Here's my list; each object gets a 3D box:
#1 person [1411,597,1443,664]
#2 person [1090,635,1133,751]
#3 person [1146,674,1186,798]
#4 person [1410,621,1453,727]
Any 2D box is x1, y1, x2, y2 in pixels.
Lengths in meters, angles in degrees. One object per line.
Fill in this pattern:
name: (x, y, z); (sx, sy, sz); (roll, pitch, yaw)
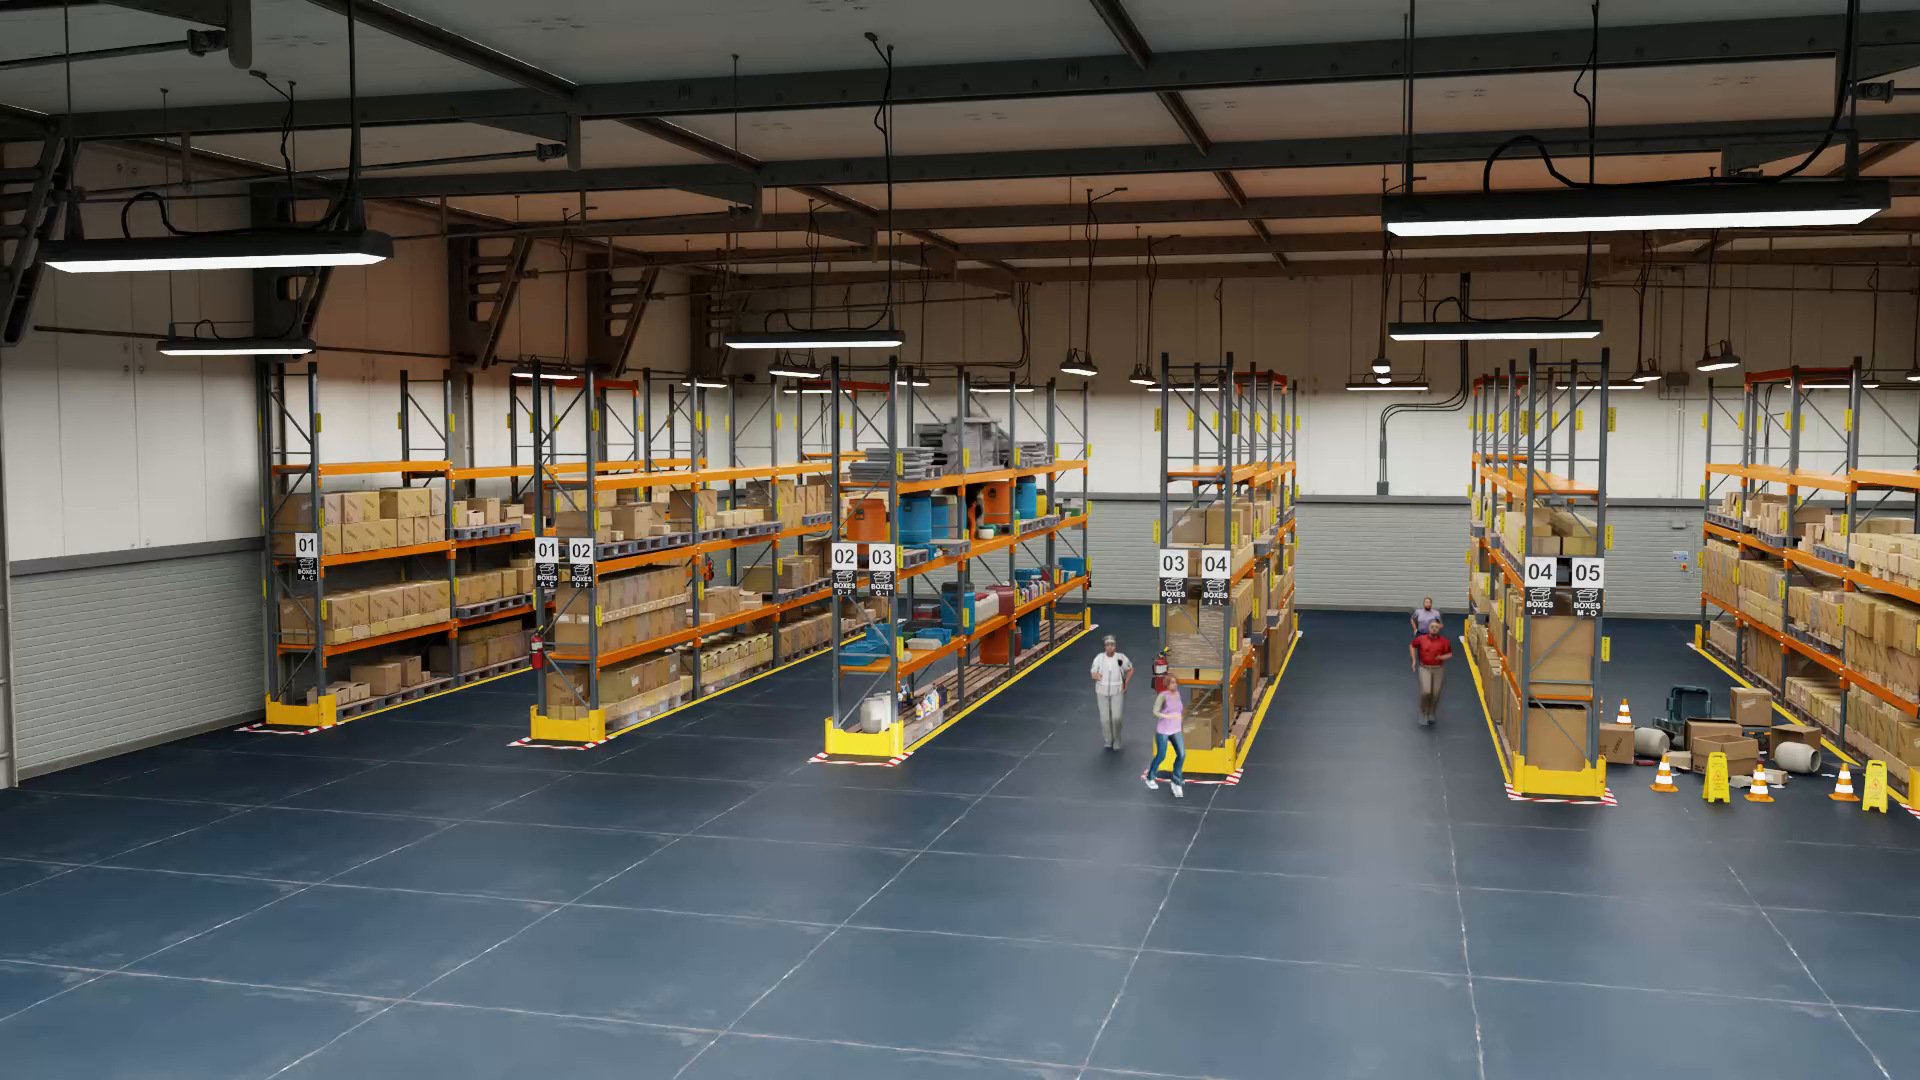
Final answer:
person: (9.048, 1.934, 32.236); (0.608, 1.643, 0.890); (1, 4, 13)
person: (2.300, 2.346, 25.365); (0.645, 1.789, 0.651); (1, 4, 10)
person: (2.797, 2.632, 22.416); (0.539, 1.653, 0.643); (-2, 5, -30)
person: (7.814, 2.215, 27.538); (0.646, 1.757, 0.694); (0, 4, 6)
